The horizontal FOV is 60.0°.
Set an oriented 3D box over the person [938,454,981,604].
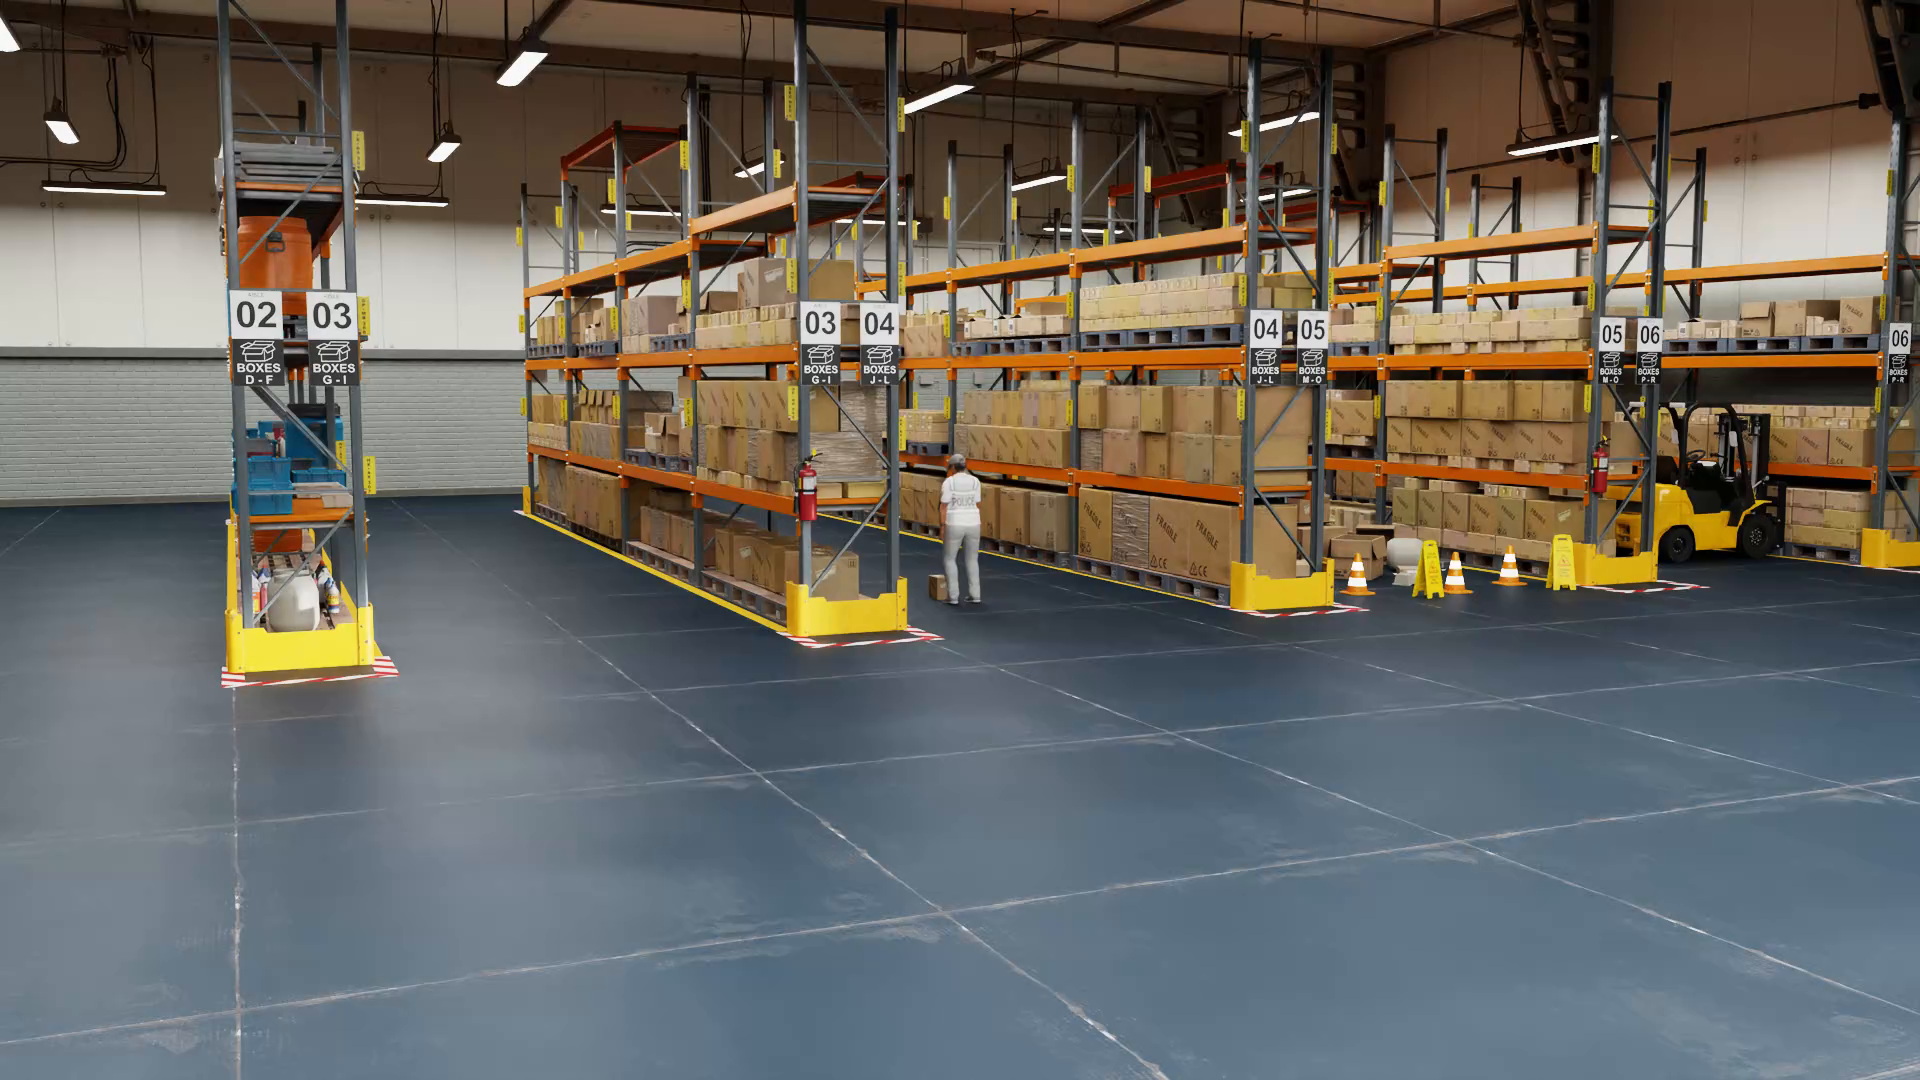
[{"bbox_3d":[-0.010,-0.117,18.319,0.475,1.652,0.394,-2,6,-23],"label":"person"}]
